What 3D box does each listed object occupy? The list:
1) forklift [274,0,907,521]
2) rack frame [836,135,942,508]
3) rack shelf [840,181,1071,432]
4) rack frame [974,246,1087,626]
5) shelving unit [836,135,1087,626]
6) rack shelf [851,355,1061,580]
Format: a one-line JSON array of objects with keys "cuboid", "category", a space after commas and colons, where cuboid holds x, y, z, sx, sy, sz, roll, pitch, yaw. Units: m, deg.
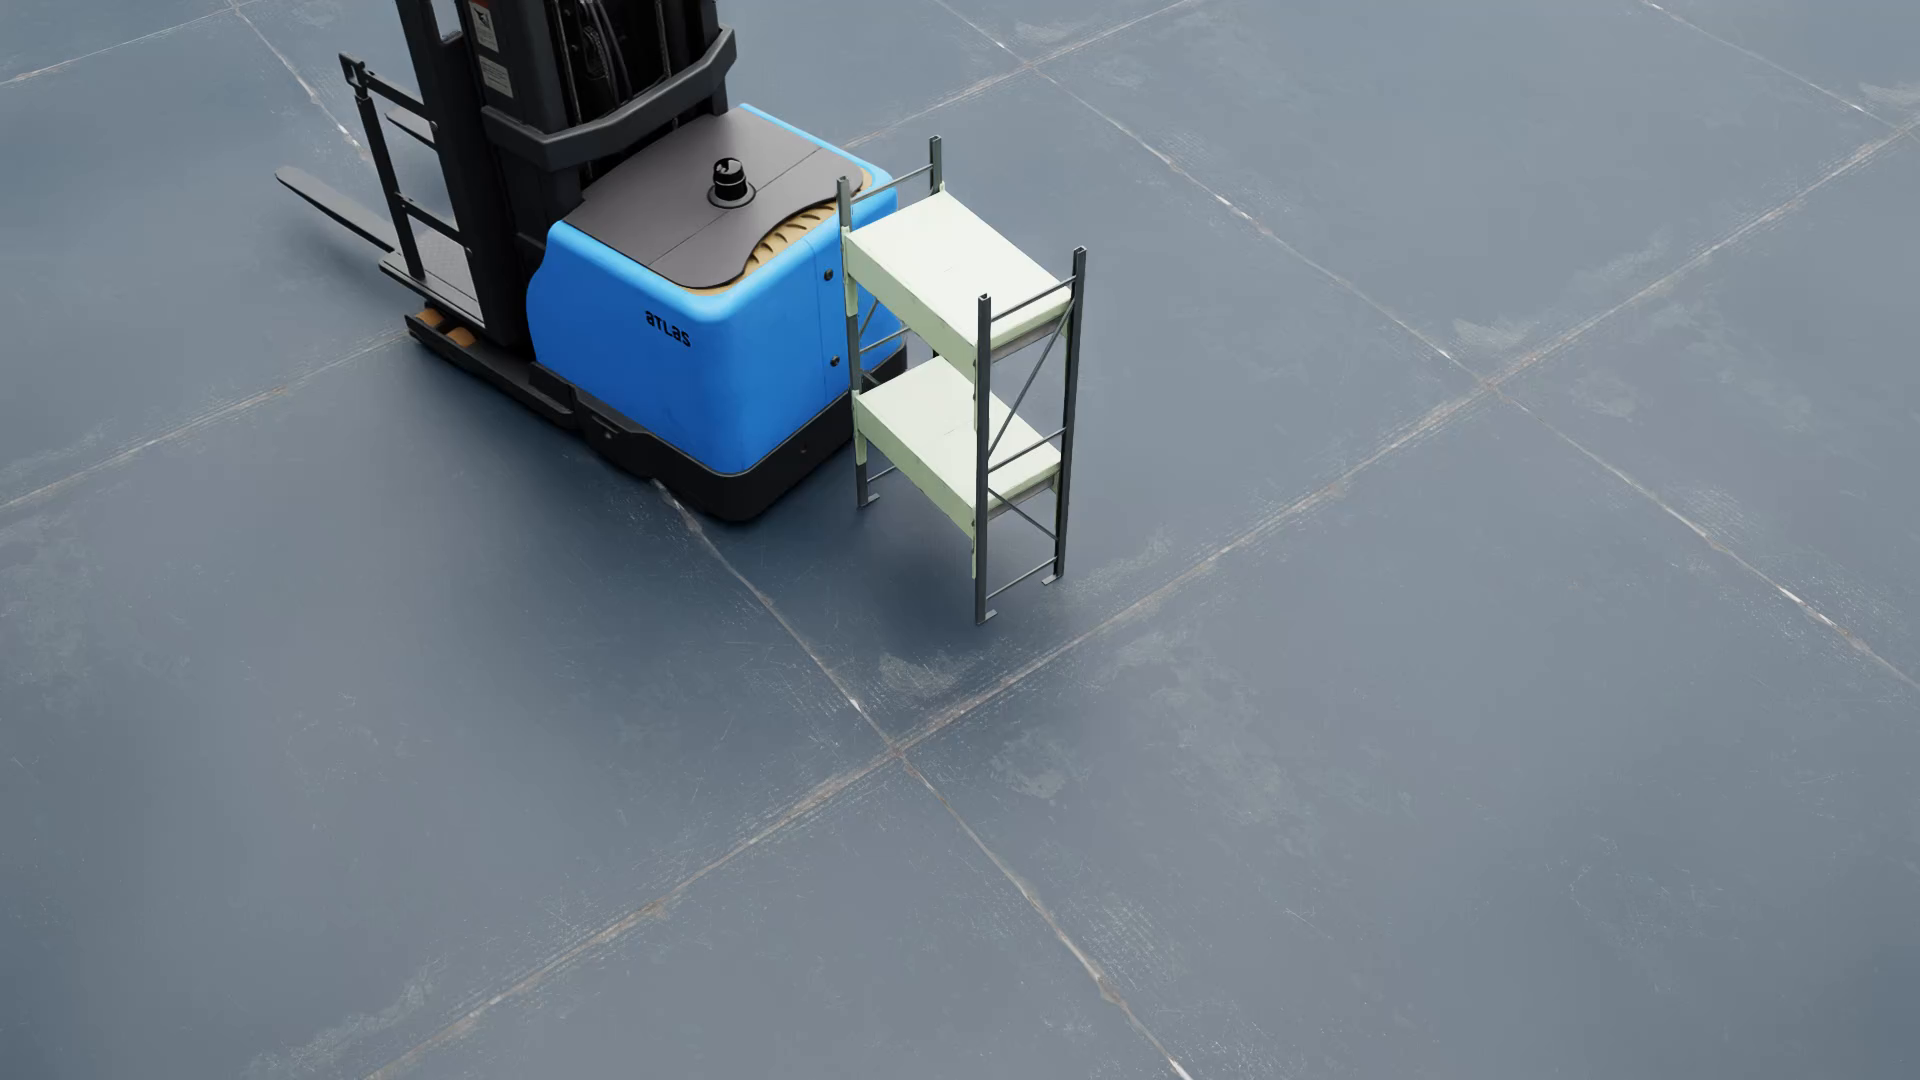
[{"cuboid": [-1.679, -1.976, 6.063, 3.031, 2.935, 1.130, 31, 55, 25], "category": "forklift"}, {"cuboid": [-0.226, -0.723, 5.894, 0.400, 1.500, 0.023, -29, 54, -24], "category": "rack frame"}, {"cuboid": [-0.004, -0.770, 5.409, 0.431, 0.370, 0.720, -29, 54, -24], "category": "rack shelf"}, {"cuboid": [0.218, -0.292, 5.502, 0.400, 1.500, 0.023, -29, 54, -24], "category": "rack frame"}, {"cuboid": [-0.004, -0.508, 5.698, 0.431, 1.500, 0.755, -29, 54, -24], "category": "shelving unit"}, {"cuboid": [-0.004, -0.289, 5.939, 0.431, 0.370, 0.720, -29, 54, -24], "category": "rack shelf"}]
